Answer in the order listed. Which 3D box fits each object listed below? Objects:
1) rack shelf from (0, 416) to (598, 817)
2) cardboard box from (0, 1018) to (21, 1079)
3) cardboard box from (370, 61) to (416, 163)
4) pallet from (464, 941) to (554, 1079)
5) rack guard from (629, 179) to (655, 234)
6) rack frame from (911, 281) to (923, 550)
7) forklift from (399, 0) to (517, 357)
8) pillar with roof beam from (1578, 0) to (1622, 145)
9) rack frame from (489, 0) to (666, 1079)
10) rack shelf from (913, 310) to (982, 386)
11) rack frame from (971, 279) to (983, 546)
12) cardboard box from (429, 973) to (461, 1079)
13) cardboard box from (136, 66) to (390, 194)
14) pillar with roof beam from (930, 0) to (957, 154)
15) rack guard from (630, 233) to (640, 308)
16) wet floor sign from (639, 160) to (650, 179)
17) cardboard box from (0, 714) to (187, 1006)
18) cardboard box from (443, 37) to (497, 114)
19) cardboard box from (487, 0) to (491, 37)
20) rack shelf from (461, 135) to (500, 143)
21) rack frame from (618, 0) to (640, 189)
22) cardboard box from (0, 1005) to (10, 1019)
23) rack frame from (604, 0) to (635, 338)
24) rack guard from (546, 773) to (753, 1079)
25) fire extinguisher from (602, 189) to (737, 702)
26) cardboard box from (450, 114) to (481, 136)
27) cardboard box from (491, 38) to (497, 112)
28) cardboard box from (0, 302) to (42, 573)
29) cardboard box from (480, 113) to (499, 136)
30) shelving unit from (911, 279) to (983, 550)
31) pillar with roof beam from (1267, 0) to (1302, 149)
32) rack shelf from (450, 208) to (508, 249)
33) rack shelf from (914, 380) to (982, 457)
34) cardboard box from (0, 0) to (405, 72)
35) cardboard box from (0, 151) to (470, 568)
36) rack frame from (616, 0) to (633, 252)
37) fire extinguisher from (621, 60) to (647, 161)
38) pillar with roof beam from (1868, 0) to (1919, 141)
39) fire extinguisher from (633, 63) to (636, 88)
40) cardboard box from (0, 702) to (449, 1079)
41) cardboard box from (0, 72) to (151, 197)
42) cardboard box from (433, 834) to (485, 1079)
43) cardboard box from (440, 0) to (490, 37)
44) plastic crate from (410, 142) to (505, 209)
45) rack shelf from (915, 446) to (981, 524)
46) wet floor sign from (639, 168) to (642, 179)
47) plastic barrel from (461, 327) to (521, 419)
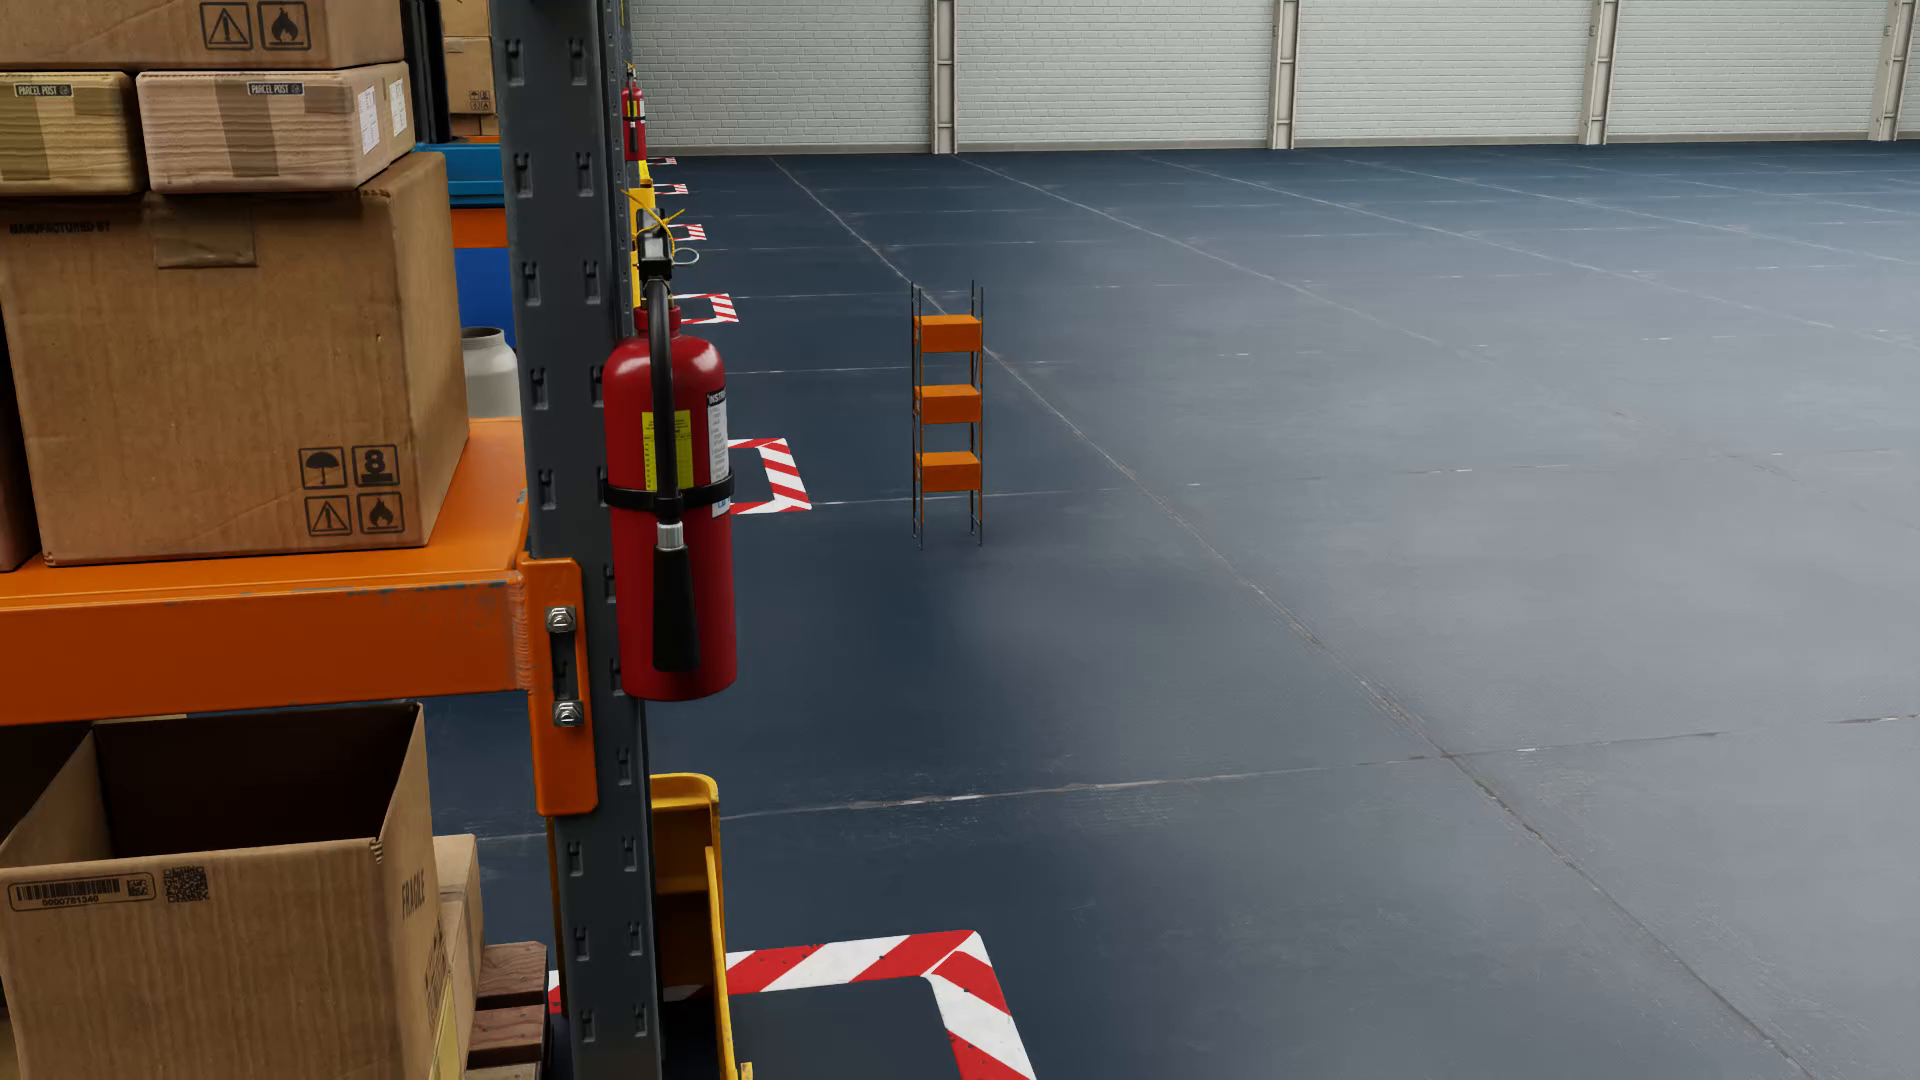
[{"bbox_3d":[-2.566,0.167,2.385,4.000,0.370,1.077,-3,17,-10],"label":"rack shelf"},{"bbox_3d":[-1.561,0.972,2.507,0.500,0.250,0.500,-3,17,-10],"label":"cardboard box"},{"bbox_3d":[-1.028,-0.686,2.663,0.250,0.149,0.380,-3,17,-11],"label":"cardboard box"},{"bbox_3d":[-1.345,1.099,2.873,1.213,0.211,1.003,-3,17,-10],"label":"pallet"},{"bbox_3d":[-3.296,-3.386,16.985,0.348,0.500,1.175,-3,17,-10],"label":"rack guard"},{"bbox_3d":[-0.172,-0.492,6.626,0.008,1.050,0.200,-3,17,-10],"label":"rack frame"},{"bbox_3d":[-3.619,-2.275,9.228,3.031,2.935,1.130,-2,17,-7],"label":"forklift"},{"bbox_3d":[12.332,-10.282,24.962,0.400,9.000,9.100,-3,17,-10],"label":"pillar with roof beam"},{"bbox_3d":[-0.602,-0.288,2.642,0.127,3.000,1.000,-3,17,-10],"label":"rack frame"},{"bbox_3d":[-0.053,-0.760,6.568,0.240,0.259,0.215,-3,17,-10],"label":"rack shelf"},{"bbox_3d":[0.067,-0.506,6.670,0.008,1.050,0.200,-3,17,-10],"label":"rack frame"},{"bbox_3d":[-1.072,0.940,2.609,0.500,0.250,0.500,-3,17,-10],"label":"cardboard box"},{"bbox_3d":[-0.941,-0.570,2.284,0.250,0.149,0.380,-4,17,-11],"label":"cardboard box"},{"bbox_3d":[0.550,-9.614,22.786,0.400,9.000,9.100,-3,17,-10],"label":"pillar with roof beam"},{"bbox_3d":[-2.552,-1.945,12.293,0.348,0.500,1.175,-3,17,-10],"label":"rack guard"},{"bbox_3d":[-3.968,-4.578,20.617,0.232,0.644,0.267,3,17,9],"label":"wet floor sign"},{"bbox_3d":[-1.661,0.461,2.893,0.500,0.500,0.500,-3,17,-10],"label":"cardboard box"},{"bbox_3d":[-3.491,-3.249,11.605,0.500,0.500,0.875,-3,17,-10],"label":"cardboard box"},{"bbox_3d":[-2.971,-3.710,11.403,0.500,0.500,0.500,-3,17,-10],"label":"cardboard box"},{"bbox_3d":[-4.441,-2.689,11.683,4.000,0.370,1.077,-3,17,-10],"label":"rack shelf"},{"bbox_3d":[-3.319,-4.580,16.614,0.127,3.000,1.000,-3,17,-10],"label":"rack frame"},{"bbox_3d":[-1.661,0.820,3.001,0.500,0.250,0.500,-3,17,-10],"label":"cardboard box"},{"bbox_3d":[-1.538,-1.716,7.291,0.127,3.000,1.000,-3,17,-10],"label":"rack frame"},{"bbox_3d":[-0.578,0.905,3.013,0.348,0.500,1.175,-3,17,-10],"label":"rack guard"},{"bbox_3d":[-0.398,-0.124,2.239,0.183,0.674,0.296,-3,17,-10],"label":"fire extinguisher"},{"bbox_3d":[-3.448,-2.897,11.562,0.250,0.149,0.380,-3,17,-10],"label":"cardboard box"},{"bbox_3d":[-3.023,-3.312,11.808,0.500,0.500,0.875,-3,17,-10],"label":"cardboard box"},{"bbox_3d":[-1.577,-0.283,2.455,0.500,0.500,0.700,-3,17,-9],"label":"cardboard box"},{"bbox_3d":[-3.199,-2.906,11.593,0.250,0.149,0.380,-3,17,-10],"label":"cardboard box"},{"bbox_3d":[-0.053,-0.499,6.648,0.252,1.050,0.215,-3,17,-10],"label":"shelving unit"},{"bbox_3d":[6.441,-9.948,23.874,0.400,9.000,9.100,-3,17,-10],"label":"pillar with roof beam"},{"bbox_3d":[-3.502,-1.261,7.034,4.000,0.370,1.077,-3,17,-10],"label":"rack shelf"},{"bbox_3d":[-0.053,-0.489,6.651,0.240,0.259,0.215,-3,17,-10],"label":"rack shelf"},{"bbox_3d":[-1.115,-0.931,2.354,0.500,0.500,0.700,-3,17,-10],"label":"cardboard box"},{"bbox_3d":[-1.063,-0.314,2.554,0.500,0.500,0.700,-3,17,-10],"label":"cardboard box"},{"bbox_3d":[-2.477,-3.144,11.940,0.127,3.000,1.000,-3,17,-10],"label":"rack frame"},{"bbox_3d":[-2.278,-2.981,11.540,0.183,0.674,0.296,-3,17,-10],"label":"fire extinguisher"},{"bbox_3d":[18.224,-10.616,26.050,0.400,9.000,9.100,-3,17,-10],"label":"pillar with roof beam"},{"bbox_3d":[-4.158,-5.838,20.841,0.183,0.674,0.296,-3,17,-10],"label":"fire extinguisher"},{"bbox_3d":[-1.072,0.582,2.497,0.500,0.500,0.500,-3,17,-10],"label":"cardboard box"},{"bbox_3d":[-1.198,-0.555,2.235,0.250,0.149,0.380,-3,17,-9],"label":"cardboard box"},{"bbox_3d":[-1.171,0.791,3.095,0.500,0.250,0.500,-3,17,-10],"label":"cardboard box"},{"bbox_3d":[-3.460,-3.681,11.307,0.500,0.500,0.500,-3,17,-10],"label":"cardboard box"},{"bbox_3d":[-1.973,-1.531,6.942,0.616,0.251,0.499,-3,17,-10],"label":"plastic crate"},{"bbox_3d":[-0.053,-0.223,6.733,0.240,0.259,0.215,-3,17,-10],"label":"rack shelf"},{"bbox_3d":[-3.666,-4.027,18.823,0.232,0.644,0.267,-6,18,-20],"label":"wet floor sign"},{"bbox_3d":[-2.170,-0.669,7.404,0.421,0.512,0.421,0,17,0],"label":"plastic barrel"}]
